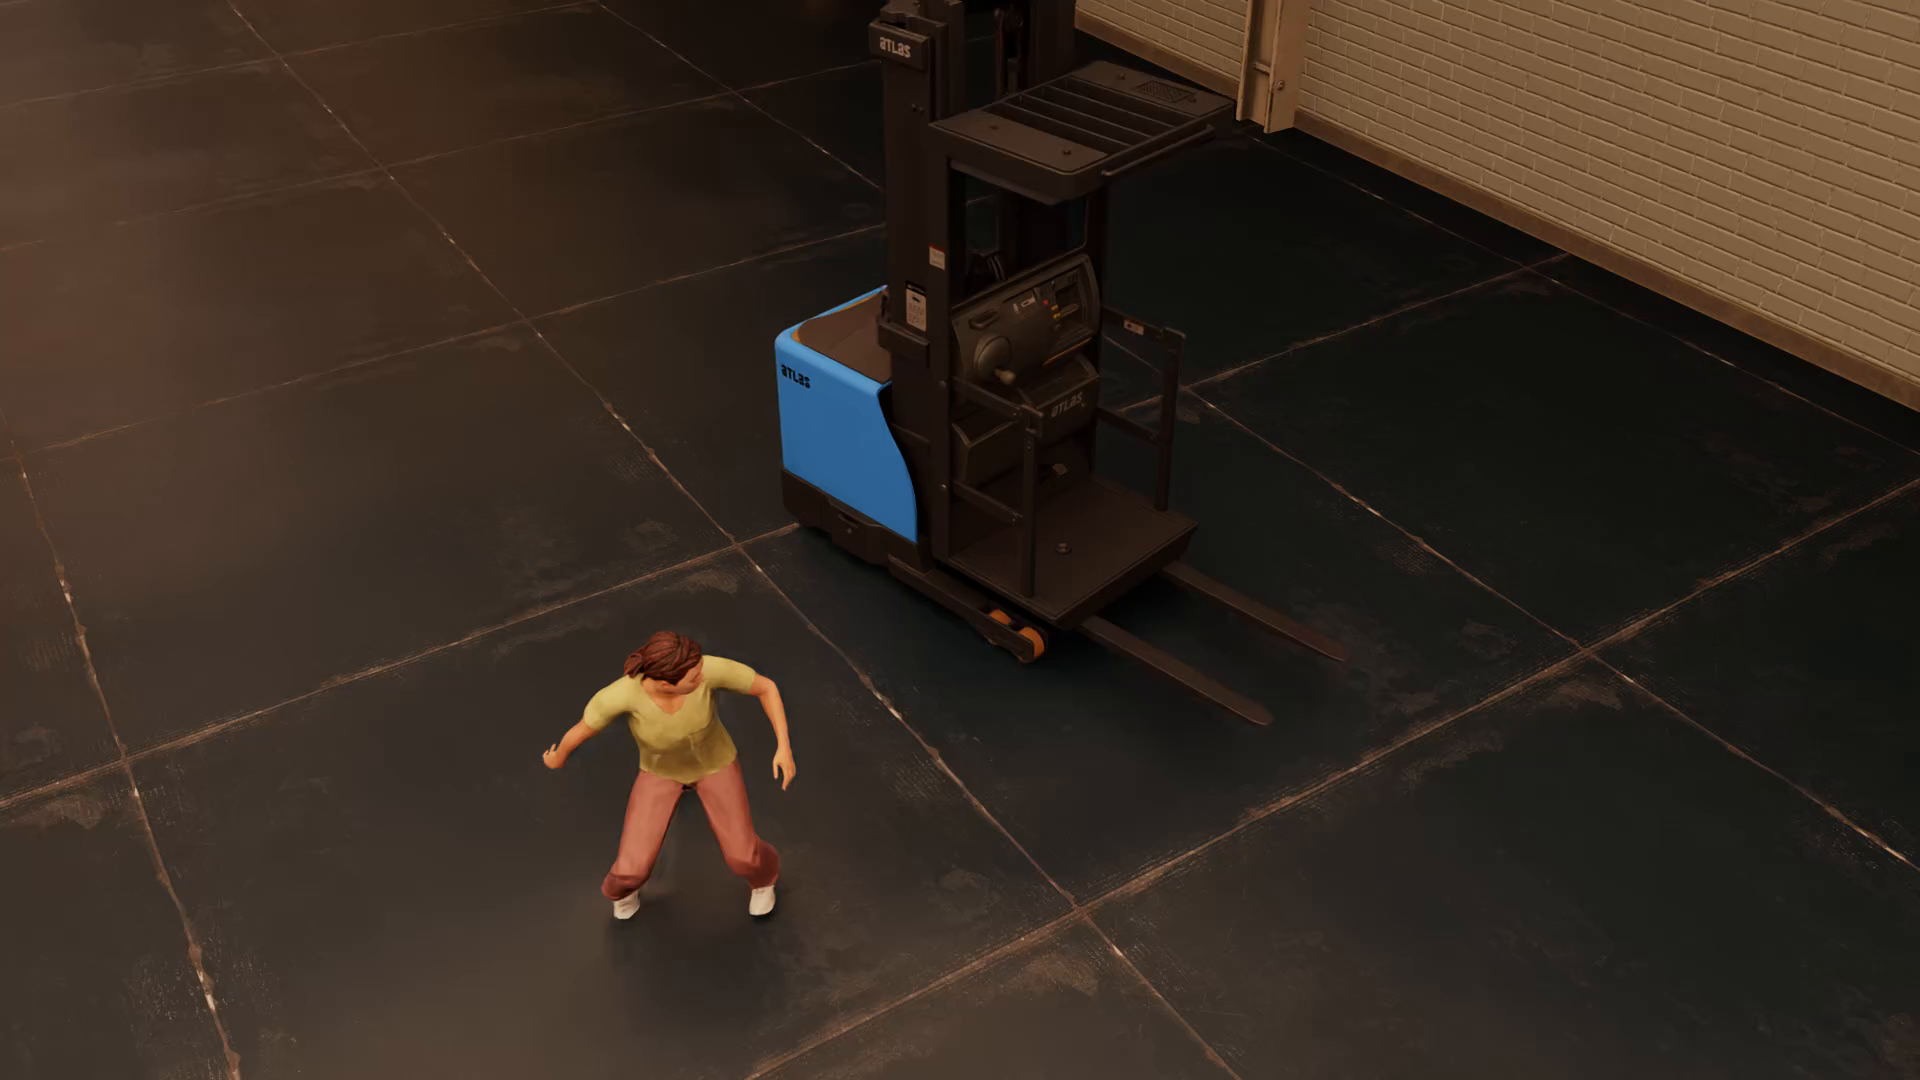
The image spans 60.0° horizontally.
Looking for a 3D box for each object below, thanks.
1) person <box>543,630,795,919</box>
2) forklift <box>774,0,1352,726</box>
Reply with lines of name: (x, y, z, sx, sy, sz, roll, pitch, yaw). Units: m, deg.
person: (-1.076, 0.899, 6.166, 0.913, 1.567, 0.473, -6, 36, -9)
forklift: (0.463, -0.958, 7.510, 3.031, 2.935, 1.130, 29, 44, 35)
